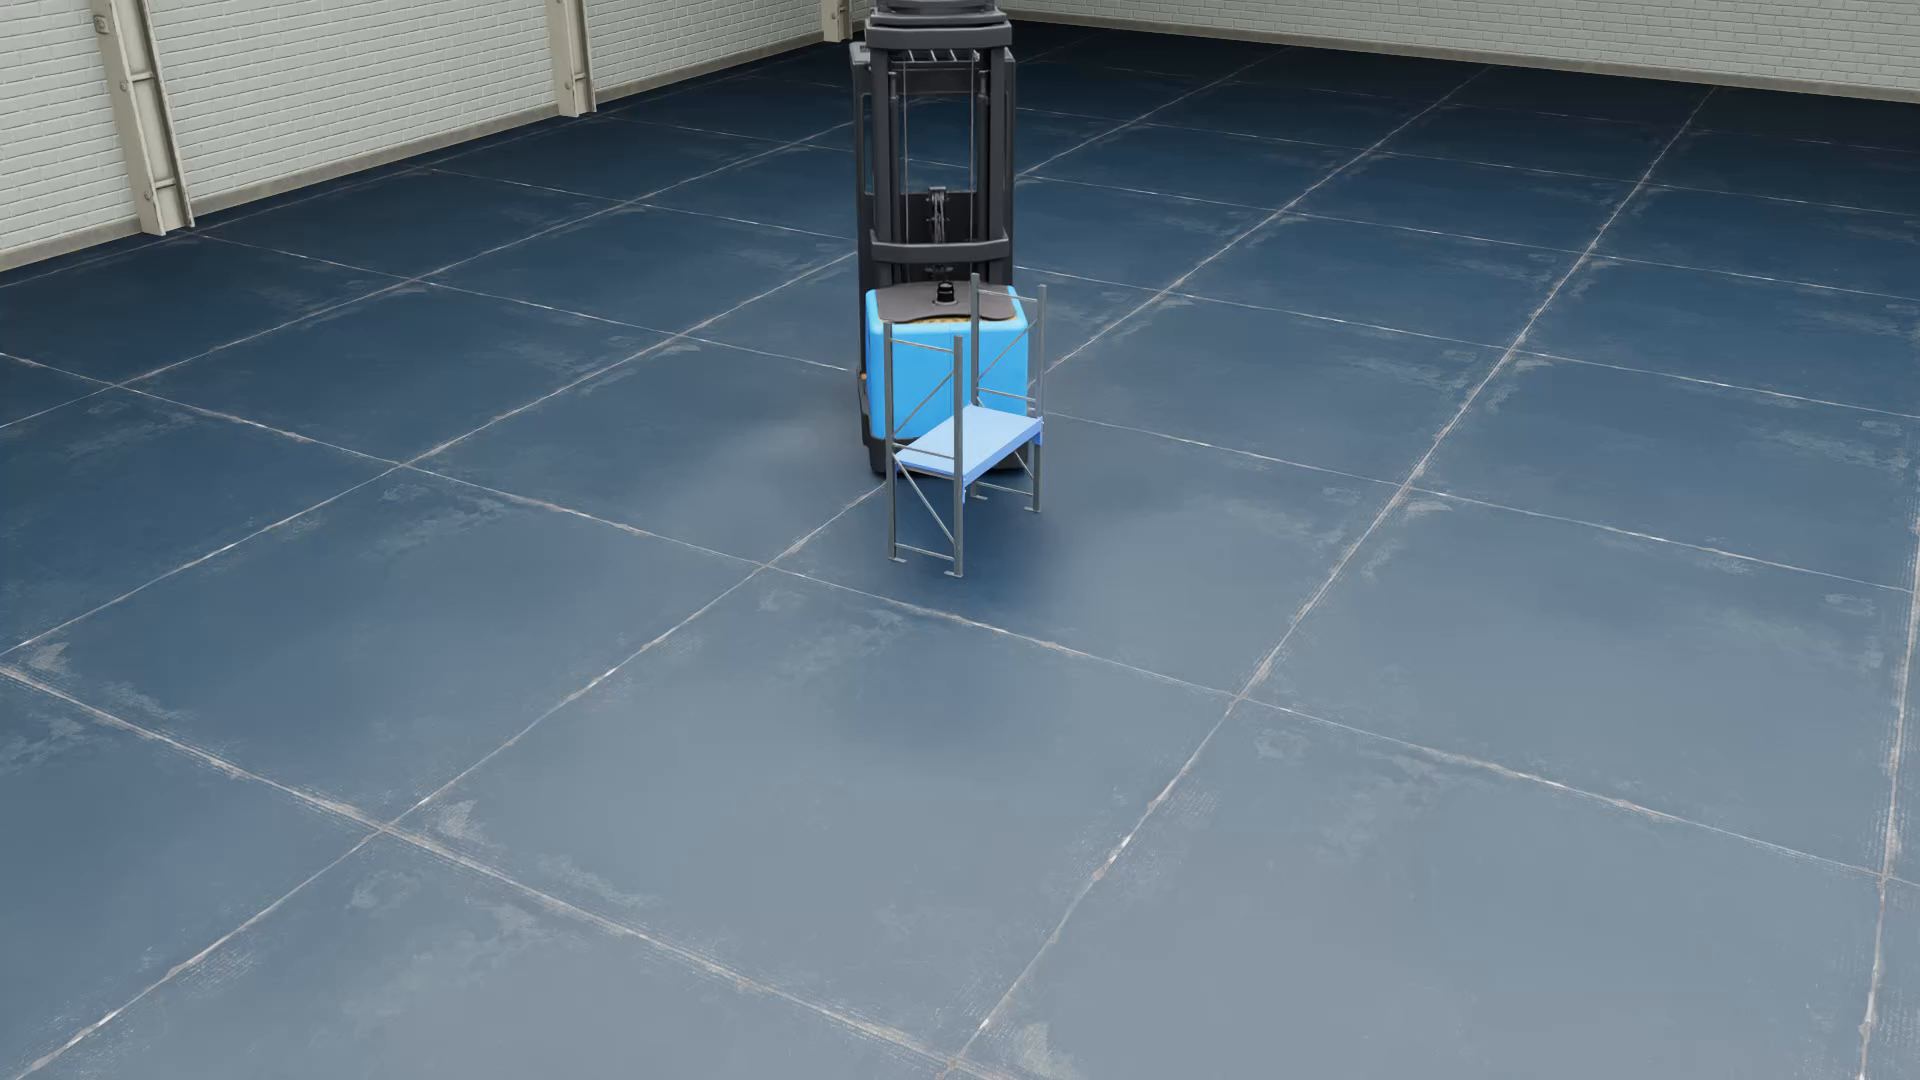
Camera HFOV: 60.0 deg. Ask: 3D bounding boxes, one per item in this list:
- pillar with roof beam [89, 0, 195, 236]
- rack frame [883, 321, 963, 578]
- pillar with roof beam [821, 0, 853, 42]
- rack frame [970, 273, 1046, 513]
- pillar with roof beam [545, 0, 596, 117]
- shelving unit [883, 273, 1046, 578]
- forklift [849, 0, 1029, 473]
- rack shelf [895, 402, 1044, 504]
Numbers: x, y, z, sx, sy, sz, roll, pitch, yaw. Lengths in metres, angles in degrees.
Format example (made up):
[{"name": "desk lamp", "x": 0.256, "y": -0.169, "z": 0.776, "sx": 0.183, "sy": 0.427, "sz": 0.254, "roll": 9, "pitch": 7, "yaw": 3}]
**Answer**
[{"name": "pillar with roof beam", "x": -4.050, "y": -6.143, "z": 12.468, "sx": 9.100, "sy": 9.000, "sz": 0.400, "roll": 14, "pitch": 30, "yaw": 26}, {"name": "rack frame", "x": -0.208, "y": -0.506, "z": 9.585, "sx": 0.500, "sy": 1.500, "sz": 0.032, "roll": 14, "pitch": 30, "yaw": 26}, {"name": "pillar with roof beam", "x": 1.853, "y": -10.819, "z": 21.811, "sx": 9.100, "sy": 9.000, "sz": 0.400, "roll": 14, "pitch": 30, "yaw": 26}, {"name": "rack frame", "x": 0.292, "y": -0.902, "z": 10.376, "sx": 0.500, "sy": 1.500, "sz": 0.032, "roll": 14, "pitch": 30, "yaw": 26}, {"name": "pillar with roof beam", "x": -1.098, "y": -8.481, "z": 17.139, "sx": 9.100, "sy": 9.000, "sz": 0.400, "roll": 14, "pitch": 30, "yaw": 26}, {"name": "shelving unit", "x": 0.042, "y": -0.704, "z": 9.981, "sx": 0.538, "sy": 1.500, "sz": 1.048, "roll": 14, "pitch": 30, "yaw": 26}, {"name": "forklift", "x": -0.195, "y": -2.380, "z": 11.730, "sx": 1.130, "sy": 2.935, "sz": 3.031, "roll": -2, "pitch": 27, "yaw": -5}, {"name": "rack shelf", "x": 0.042, "y": -0.543, "z": 10.061, "sx": 0.538, "sy": 0.185, "sz": 1.000, "roll": 14, "pitch": 30, "yaw": 26}]
